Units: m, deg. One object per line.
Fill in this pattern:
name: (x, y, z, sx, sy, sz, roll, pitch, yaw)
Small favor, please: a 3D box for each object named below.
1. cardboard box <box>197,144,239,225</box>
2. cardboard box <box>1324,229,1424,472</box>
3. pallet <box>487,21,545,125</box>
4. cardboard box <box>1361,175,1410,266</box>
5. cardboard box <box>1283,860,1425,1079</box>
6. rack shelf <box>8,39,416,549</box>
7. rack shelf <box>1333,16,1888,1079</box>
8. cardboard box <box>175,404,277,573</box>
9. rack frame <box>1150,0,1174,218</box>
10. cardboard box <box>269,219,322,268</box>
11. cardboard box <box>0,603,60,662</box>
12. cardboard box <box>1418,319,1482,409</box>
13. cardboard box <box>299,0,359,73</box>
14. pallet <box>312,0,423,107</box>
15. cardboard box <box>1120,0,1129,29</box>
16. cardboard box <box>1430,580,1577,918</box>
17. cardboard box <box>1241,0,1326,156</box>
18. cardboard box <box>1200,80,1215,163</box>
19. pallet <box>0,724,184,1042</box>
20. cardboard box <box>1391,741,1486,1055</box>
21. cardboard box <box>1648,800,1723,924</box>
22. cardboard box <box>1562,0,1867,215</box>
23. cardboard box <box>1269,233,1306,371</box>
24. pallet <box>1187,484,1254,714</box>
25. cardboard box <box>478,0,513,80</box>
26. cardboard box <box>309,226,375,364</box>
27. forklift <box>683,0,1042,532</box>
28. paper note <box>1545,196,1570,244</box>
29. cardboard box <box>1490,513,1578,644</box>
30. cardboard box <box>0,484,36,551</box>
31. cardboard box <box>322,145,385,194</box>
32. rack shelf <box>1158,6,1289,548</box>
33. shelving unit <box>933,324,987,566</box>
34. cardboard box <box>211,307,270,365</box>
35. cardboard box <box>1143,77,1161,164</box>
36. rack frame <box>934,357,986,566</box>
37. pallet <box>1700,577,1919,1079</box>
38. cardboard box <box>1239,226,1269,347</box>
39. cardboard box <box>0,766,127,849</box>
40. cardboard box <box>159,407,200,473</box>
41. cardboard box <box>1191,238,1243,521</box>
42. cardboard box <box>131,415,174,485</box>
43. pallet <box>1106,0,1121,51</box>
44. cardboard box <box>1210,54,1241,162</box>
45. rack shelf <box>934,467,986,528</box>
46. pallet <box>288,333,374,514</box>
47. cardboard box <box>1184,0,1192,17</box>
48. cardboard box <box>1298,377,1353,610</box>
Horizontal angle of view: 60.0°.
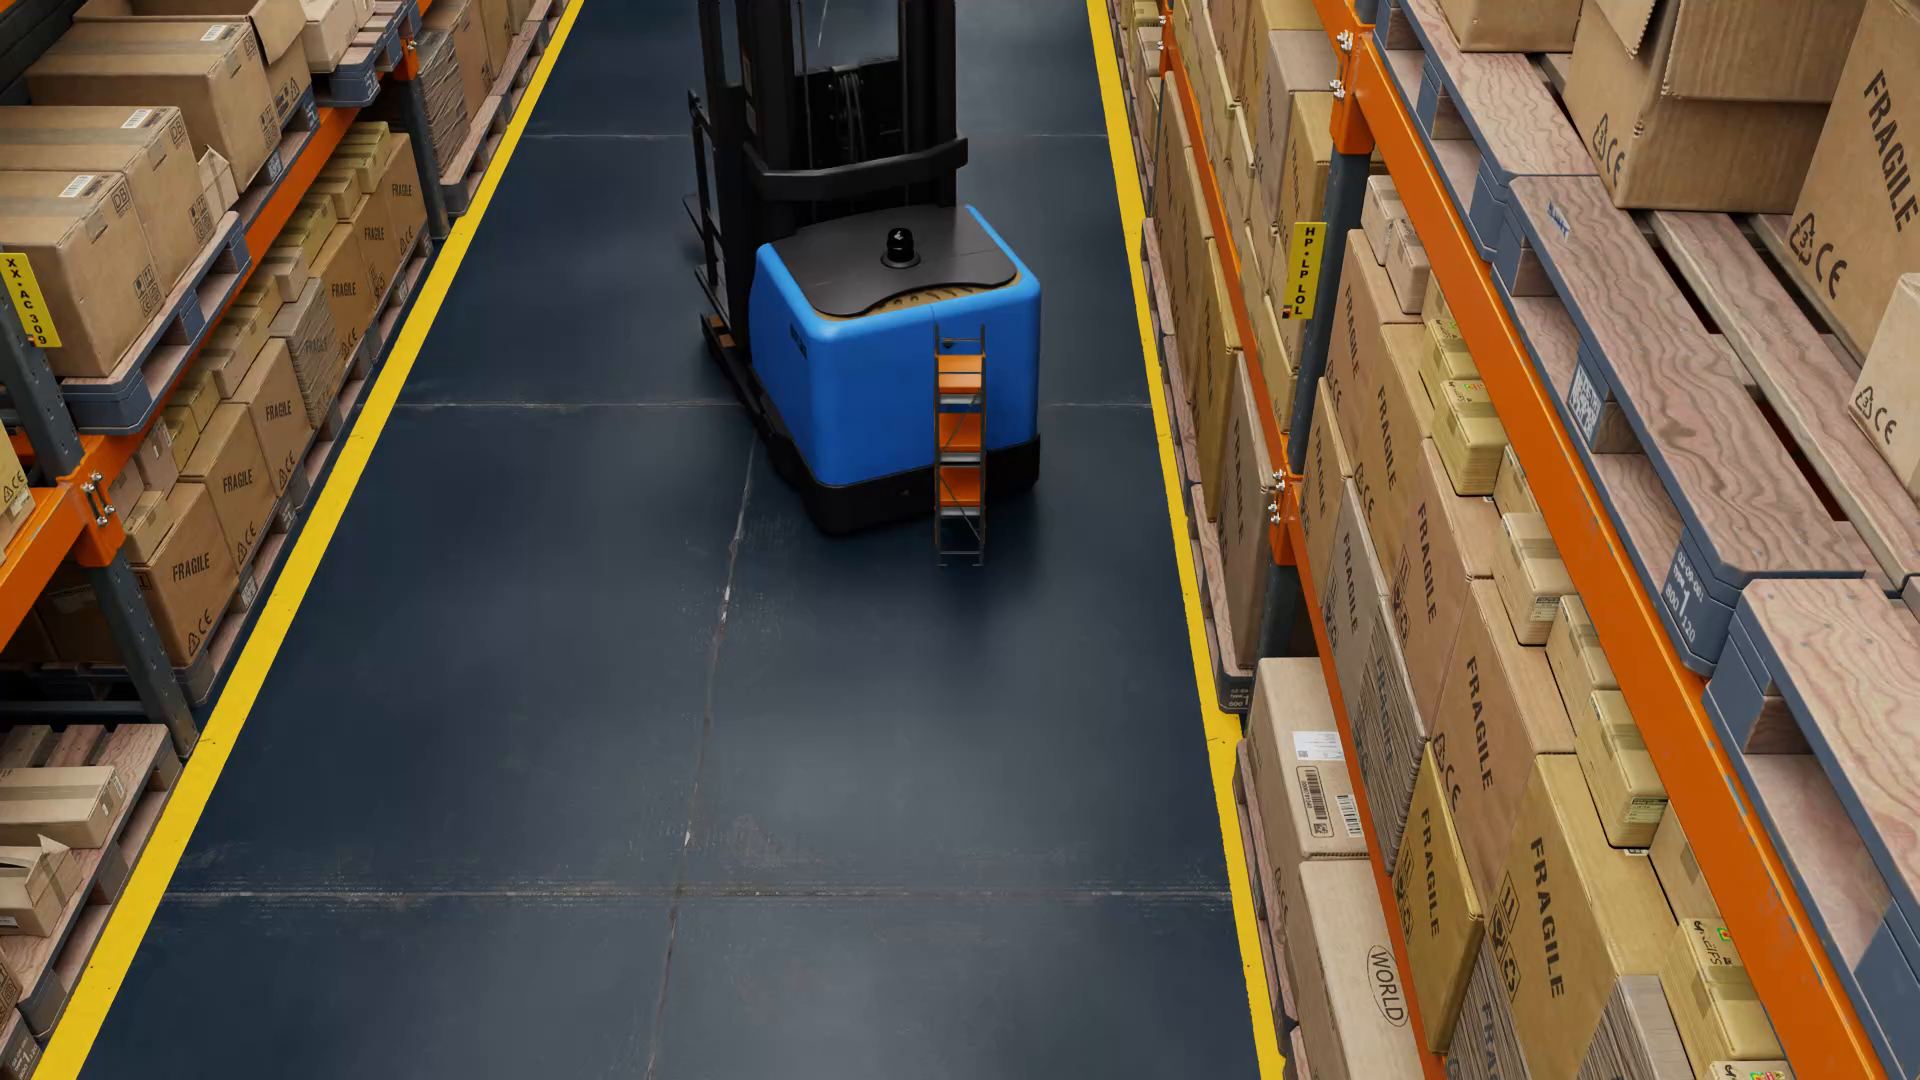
cardboard box: (-3.003, -1.366, 6.328, 0.396, 0.266, 0.258, 2, 39, 2)
cardboard box: (1.337, -0.523, 4.624, 0.500, 0.500, 0.500, 0, 39, 0)
pallet: (-3.351, -3.075, 10.918, 1.003, 0.211, 1.213, 0, 39, 0)
cardboard box: (1.319, -0.876, 4.546, 0.380, 0.149, 0.250, -1, 39, -1)
cardboard box: (1.473, 1.397, 4.821, 0.875, 0.438, 0.875, -1, 39, -1)
rack shelf: (-3.388, -1.355, 7.118, 1.077, 0.370, 4.000, 0, 39, 0)
rack shelf: (1.580, -0.030, 3.066, 1.077, 0.370, 4.000, 0, 39, 0)
cardboard box: (-3.171, -0.210, 6.776, 0.500, 0.500, 0.500, -1, 39, -1)
rack frame: (1.574, -2.893, 8.461, 1.000, 3.000, 0.127, 0, 39, 0)
cardboard box: (-3.193, -1.363, 7.697, 0.380, 0.149, 0.250, -1, 39, -1)
cardboard box: (-3.682, 0.119, 6.366, 0.500, 0.500, 0.500, 0, 39, 0)
cardboard box: (1.317, -0.400, 3.953, 0.380, 0.149, 0.250, 0, 39, 0)
cardboard box: (-3.065, -2.333, 7.546, 0.500, 0.250, 0.500, -2, 39, -2)
pallet: (-3.319, -2.388, 7.985, 1.213, 0.211, 1.003, 0, 39, 0)
cardboard box: (1.576, -3.755, 11.303, 0.950, 0.372, 0.625, 2, 39, 3)
cardboard box: (1.318, 0.429, 3.437, 0.500, 0.500, 0.500, 0, 39, 0)
cardboard box: (1.338, -1.740, 6.144, 0.500, 0.500, 0.500, 1, 39, 1)
cardboard box: (1.336, -1.879, 7.316, 0.500, 0.250, 0.500, 1, 39, 1)
pallet: (-3.386, 1.132, 5.668, 1.003, 0.211, 1.213, 0, 39, 0)
cardboard box: (1.308, 0.811, 3.759, 0.500, 0.500, 0.500, 1, 39, 1)
cardboard box: (1.385, 0.562, 2.752, 0.380, 0.149, 0.250, 0, 39, 0)
cardboard box: (1.612, -0.962, 3.154, 0.797, 0.503, 0.637, 3, 39, 3)
cardboard box: (1.335, -0.803, 5.574, 0.500, 0.250, 0.500, 0, 39, 0)
pallet: (1.502, 0.214, 6.814, 1.003, 0.211, 1.213, 0, 39, 0)
cardboard box: (-3.387, -3.344, 10.587, 0.875, 0.625, 0.625, -2, 39, -2)
cardboard box: (-3.181, -1.171, 7.975, 0.500, 0.500, 0.500, 2, 39, 2)
forklift: (-0.667, -2.101, 7.528, 1.130, 2.935, 3.031, -14, 41, -17)
paper note: (0.998, -0.539, 2.786, 0.006, 0.032, 0.123, 0, 39, 0)
cardboard box: (1.302, 0.076, 3.358, 0.380, 0.149, 0.250, 0, 39, 0)
cardboard box: (-3.133, -0.088, 5.162, 0.380, 0.149, 0.250, 0, 39, 1)
cardboard box: (-3.105, -1.849, 8.303, 0.380, 0.149, 0.250, -2, 39, -2)
rack shelf: (1.576, -1.361, 7.125, 1.077, 0.370, 4.000, 0, 39, 0)
shelving unit: (0.000, -0.376, 6.880, 0.215, 1.050, 0.252, 0, 39, 0)
cardboard box: (-3.184, -0.868, 7.079, 0.380, 0.149, 0.250, 1, 39, 2)
cardboard box: (1.583, -2.385, 9.592, 0.950, 0.372, 0.625, -2, 39, -3)
rack frame: (0.000, -0.300, 6.785, 0.200, 1.050, 0.008, 0, 39, 0)
pallet: (1.571, 0.510, 1.887, 1.003, 0.211, 1.213, 0, 39, 0)
cardboard box: (1.326, -0.932, 6.134, 0.500, 0.250, 0.500, -1, 39, -1)
cardboard box: (-3.091, 0.911, 5.658, 0.380, 0.149, 0.250, -1, 39, -1)
cardboard box: (-3.209, -0.385, 6.476, 0.380, 0.149, 0.250, -2, 39, -2)
cardboard box: (1.489, -0.679, 7.061, 0.875, 0.875, 0.875, 1, 39, 1)
cardboard box: (-3.168, -0.330, 6.170, 0.380, 0.149, 0.250, -2, 39, -2)
pallet: (1.571, -3.819, 11.847, 1.003, 0.211, 1.213, 0, 39, 0)
cardboard box: (1.302, -1.760, 6.768, 0.500, 0.250, 0.500, 1, 39, 1)
rack shelf: (0.000, -0.151, 7.060, 0.215, 0.259, 0.240, 0, 39, 0)
pallet: (-3.429, -0.571, 7.793, 1.003, 0.211, 1.213, 0, 39, 0)
cardboard box: (1.327, -2.712, 7.956, 0.500, 0.250, 0.500, 0, 39, 0)
cardboard box: (1.317, -0.137, 4.942, 0.500, 0.500, 0.500, 1, 39, 1)
